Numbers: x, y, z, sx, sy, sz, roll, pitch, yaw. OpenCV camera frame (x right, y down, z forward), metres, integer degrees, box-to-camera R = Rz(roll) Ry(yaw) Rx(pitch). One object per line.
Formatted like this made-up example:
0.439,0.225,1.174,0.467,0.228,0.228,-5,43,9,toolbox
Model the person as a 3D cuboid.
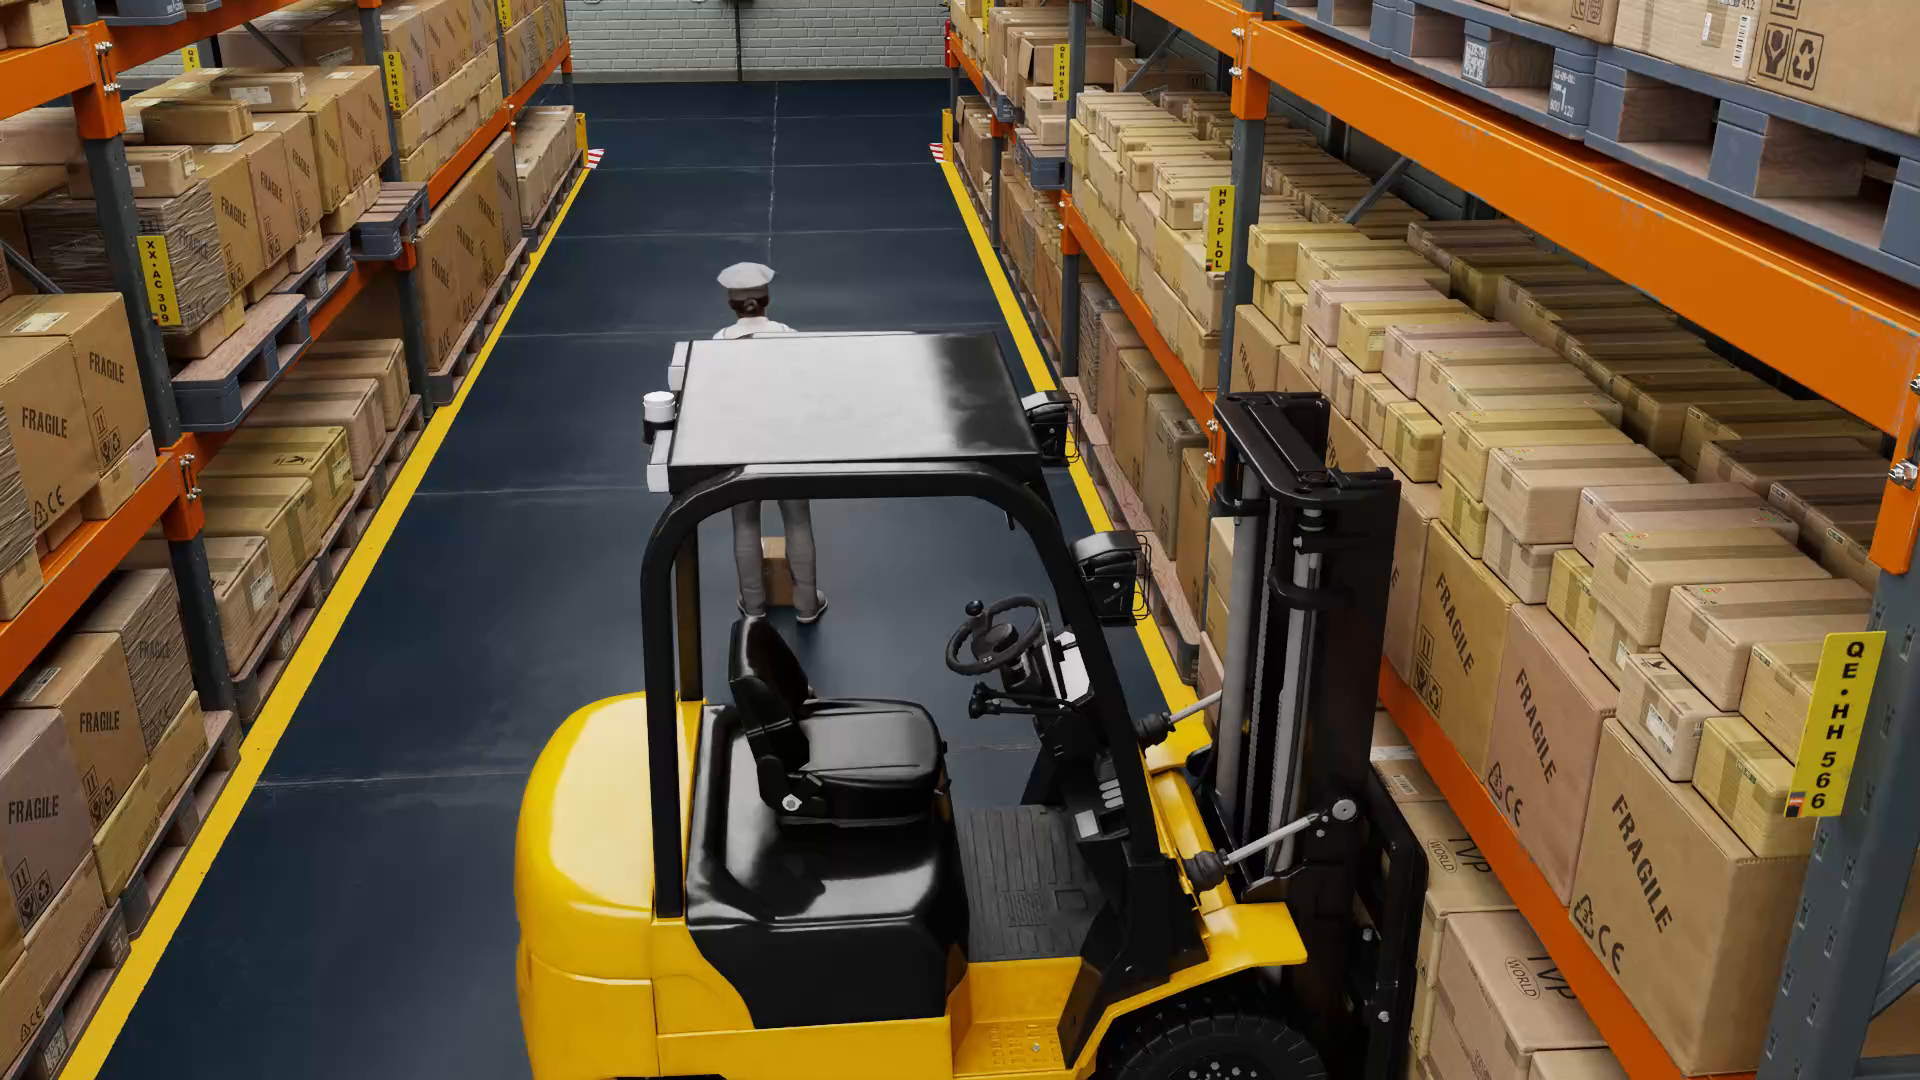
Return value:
-0.881,-0.404,7.515,0.523,1.658,0.427,-4,24,-8,person
